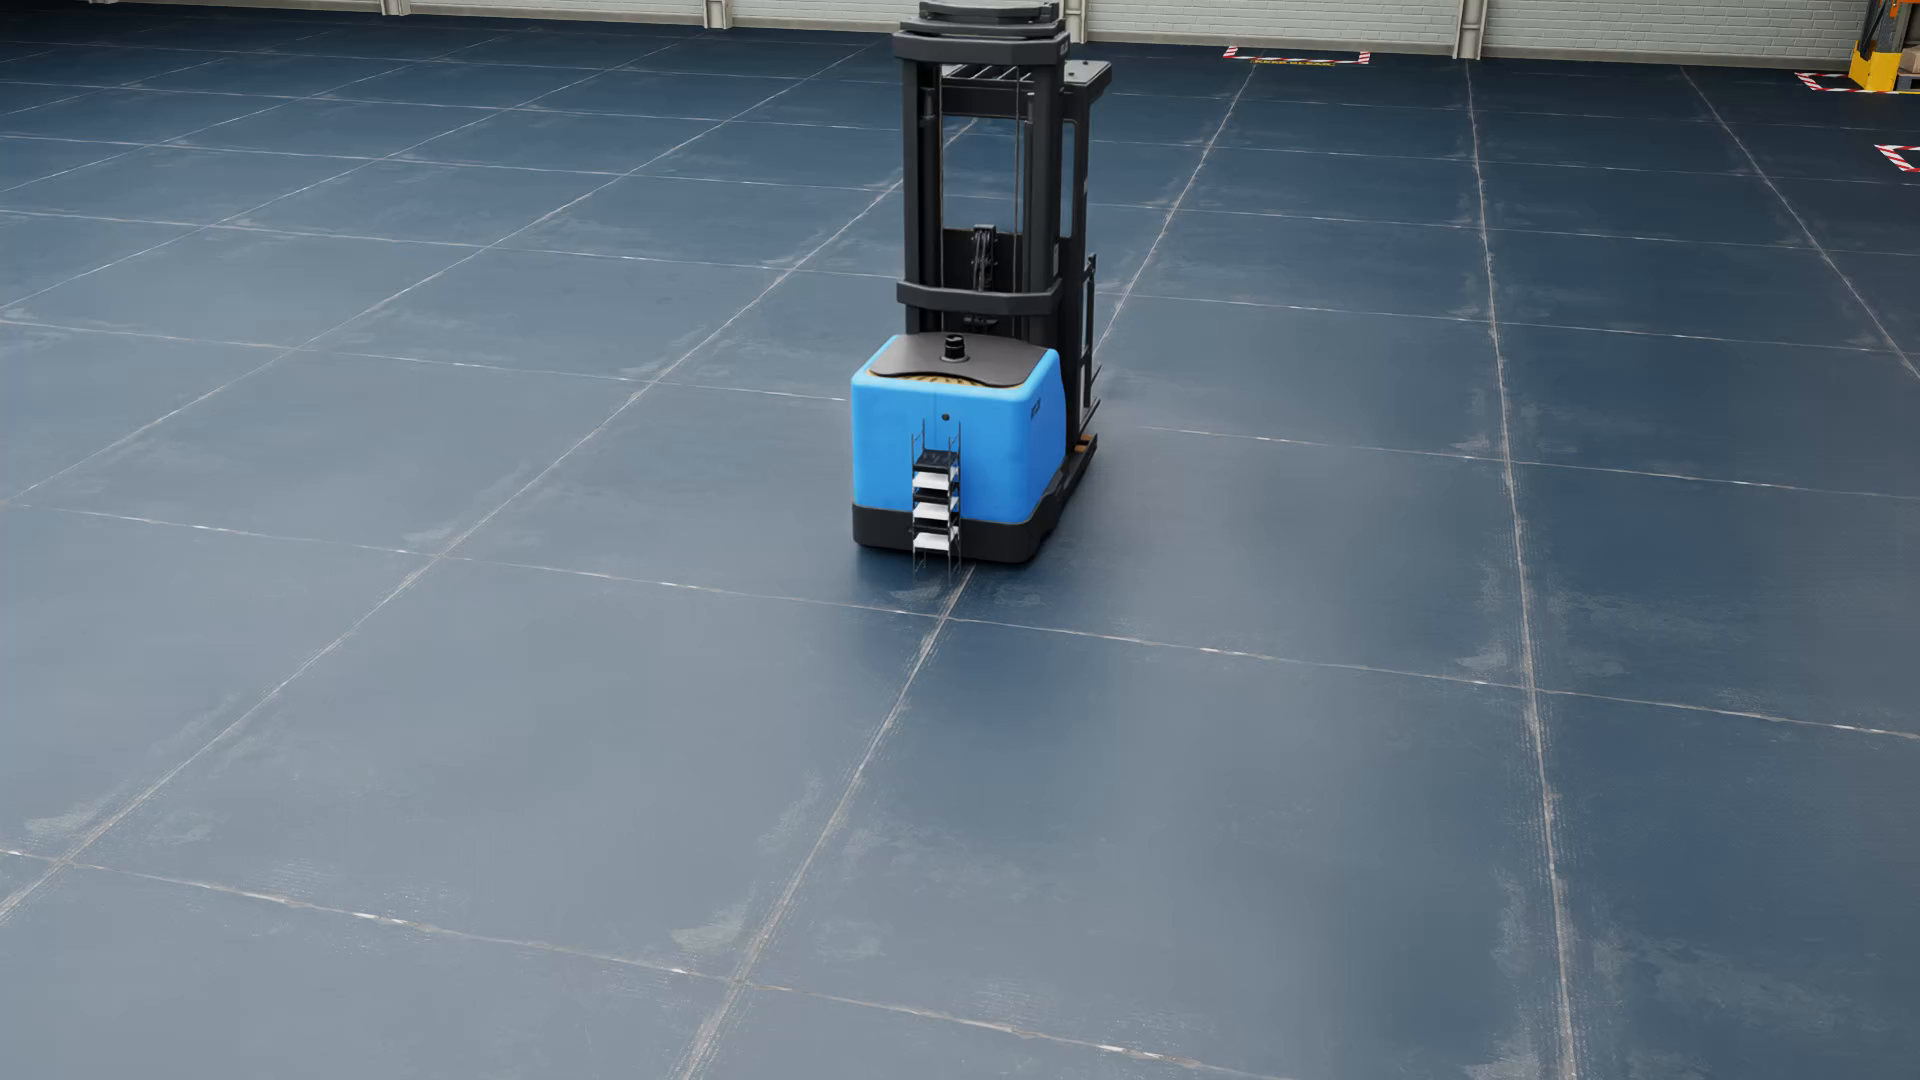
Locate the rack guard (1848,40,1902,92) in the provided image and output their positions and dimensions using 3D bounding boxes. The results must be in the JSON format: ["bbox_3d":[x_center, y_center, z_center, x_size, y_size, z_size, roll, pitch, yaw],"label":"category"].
[{"bbox_3d":[12.597,-6.542,22.909,0.348,0.500,1.175,6,26,13],"label":"rack guard"}]

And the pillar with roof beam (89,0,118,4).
[{"bbox_3d":[-16.710,-12.092,24.680,0.400,9.000,9.100,6,26,13],"label":"pillar with roof beam"}]

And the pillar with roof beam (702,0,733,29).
[{"bbox_3d":[-5.088,-10.807,21.982,0.400,9.000,9.100,6,26,13],"label":"pillar with roof beam"}]

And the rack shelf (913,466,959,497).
[{"bbox_3d":[-0.128,-0.329,9.054,0.200,0.077,0.258,6,26,13],"label":"rack shelf"}]

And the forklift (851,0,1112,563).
[{"bbox_3d":[0.271,-1.806,10.135,1.130,2.935,3.031,7,26,14],"label":"forklift"}]

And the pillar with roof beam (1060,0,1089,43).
[{"bbox_3d":[0.723,-10.165,20.633,0.400,9.000,9.100,6,26,13],"label":"pillar with roof beam"}]

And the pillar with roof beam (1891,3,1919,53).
[{"bbox_3d":[12.345,-8.880,17.934,0.400,9.000,9.100,6,26,13],"label":"pillar with roof beam"}]

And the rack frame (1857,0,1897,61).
[{"bbox_3d":[12.524,-7.679,22.389,0.127,3.000,1.000,6,26,13],"label":"rack frame"}]

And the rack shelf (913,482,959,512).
[{"bbox_3d":[-0.128,-0.248,9.092,0.200,0.077,0.258,6,26,13],"label":"rack shelf"}]

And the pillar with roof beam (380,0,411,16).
[{"bbox_3d":[-10.899,-11.450,23.331,0.400,9.000,9.100,6,26,13],"label":"pillar with roof beam"}]

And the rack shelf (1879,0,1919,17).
[{"bbox_3d":[14.461,-7.140,22.094,4.000,0.370,1.077,6,26,13],"label":"rack shelf"}]

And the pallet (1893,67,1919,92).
[{"bbox_3d":[13.375,-6.310,22.758,1.213,0.211,1.003,6,26,13],"label":"pallet"}]

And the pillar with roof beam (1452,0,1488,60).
[{"bbox_3d":[6.534,-9.523,19.283,0.400,9.000,9.100,6,26,13],"label":"pillar with roof beam"}]

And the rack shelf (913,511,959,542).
[{"bbox_3d":[-0.128,-0.086,9.170,0.200,0.077,0.258,6,26,13],"label":"rack shelf"}]

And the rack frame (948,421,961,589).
[{"bbox_3d":[-0.030,-0.186,9.094,0.006,0.900,0.240,6,26,13],"label":"rack frame"}]

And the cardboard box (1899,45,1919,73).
[{"bbox_3d":[13.172,-6.552,22.638,0.500,0.311,0.500,3,26,7],"label":"cardboard box"}]

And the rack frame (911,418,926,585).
[{"bbox_3d":[-0.226,-0.208,9.140,0.006,0.900,0.240,6,26,13],"label":"rack frame"}]

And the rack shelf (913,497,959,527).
[{"bbox_3d":[-0.128,-0.167,9.131,0.200,0.077,0.258,6,26,13],"label":"rack shelf"}]

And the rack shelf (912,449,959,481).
[{"bbox_3d":[-0.128,-0.411,9.015,0.200,0.077,0.258,6,26,13],"label":"rack shelf"}]

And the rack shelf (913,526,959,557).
[{"bbox_3d":[-0.128,-0.004,9.208,0.200,0.077,0.258,6,26,13],"label":"rack shelf"}]

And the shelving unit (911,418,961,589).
[{"bbox_3d":[-0.128,-0.197,9.117,0.210,0.900,0.258,6,26,13],"label":"shelving unit"}]
